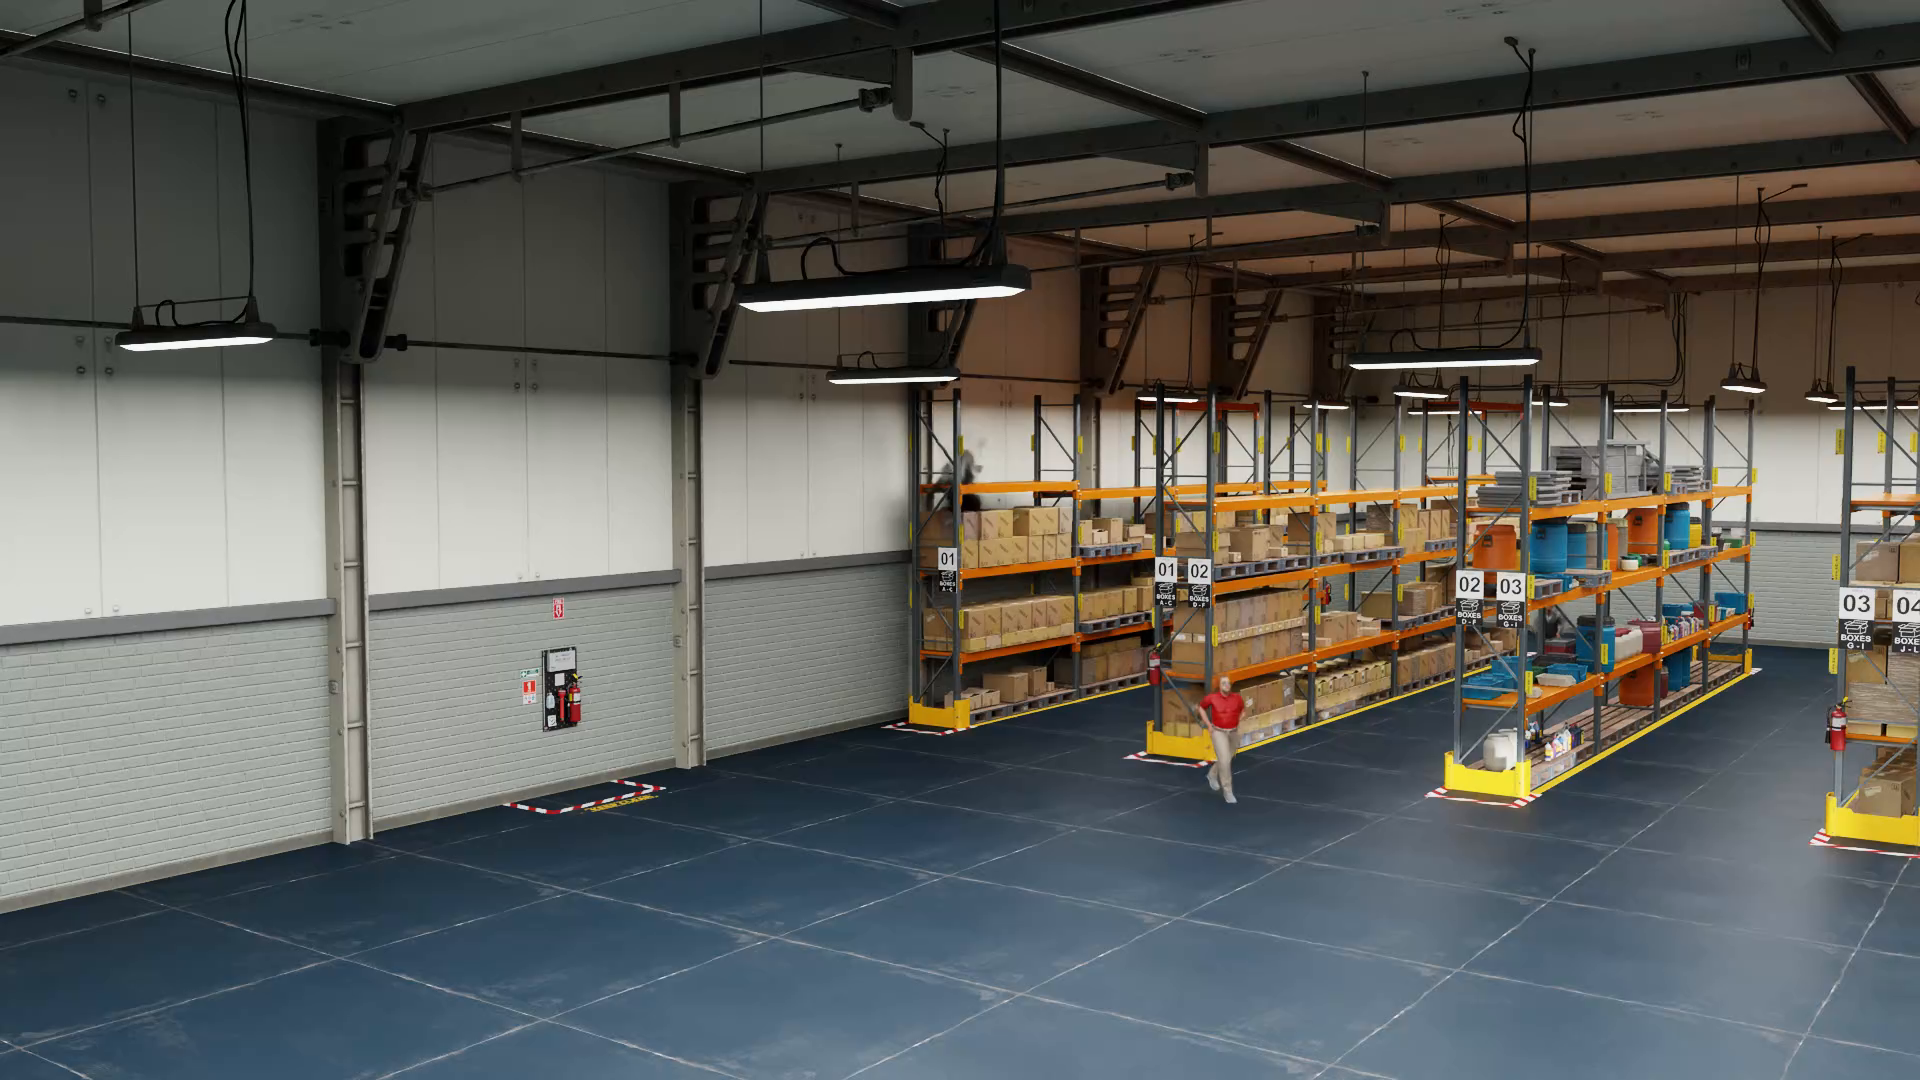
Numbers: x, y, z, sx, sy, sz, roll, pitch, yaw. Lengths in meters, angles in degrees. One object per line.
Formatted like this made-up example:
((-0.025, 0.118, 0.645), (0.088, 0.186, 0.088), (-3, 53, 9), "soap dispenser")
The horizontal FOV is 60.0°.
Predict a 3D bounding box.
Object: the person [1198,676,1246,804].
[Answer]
((3.766, 2.797, 23.606), (0.641, 1.762, 0.887), (-1, 3, -21), "person")

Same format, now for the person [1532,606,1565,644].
((12.562, 2.144, 35.532), (0.662, 1.692, 0.714), (1, 3, 20), "person")
